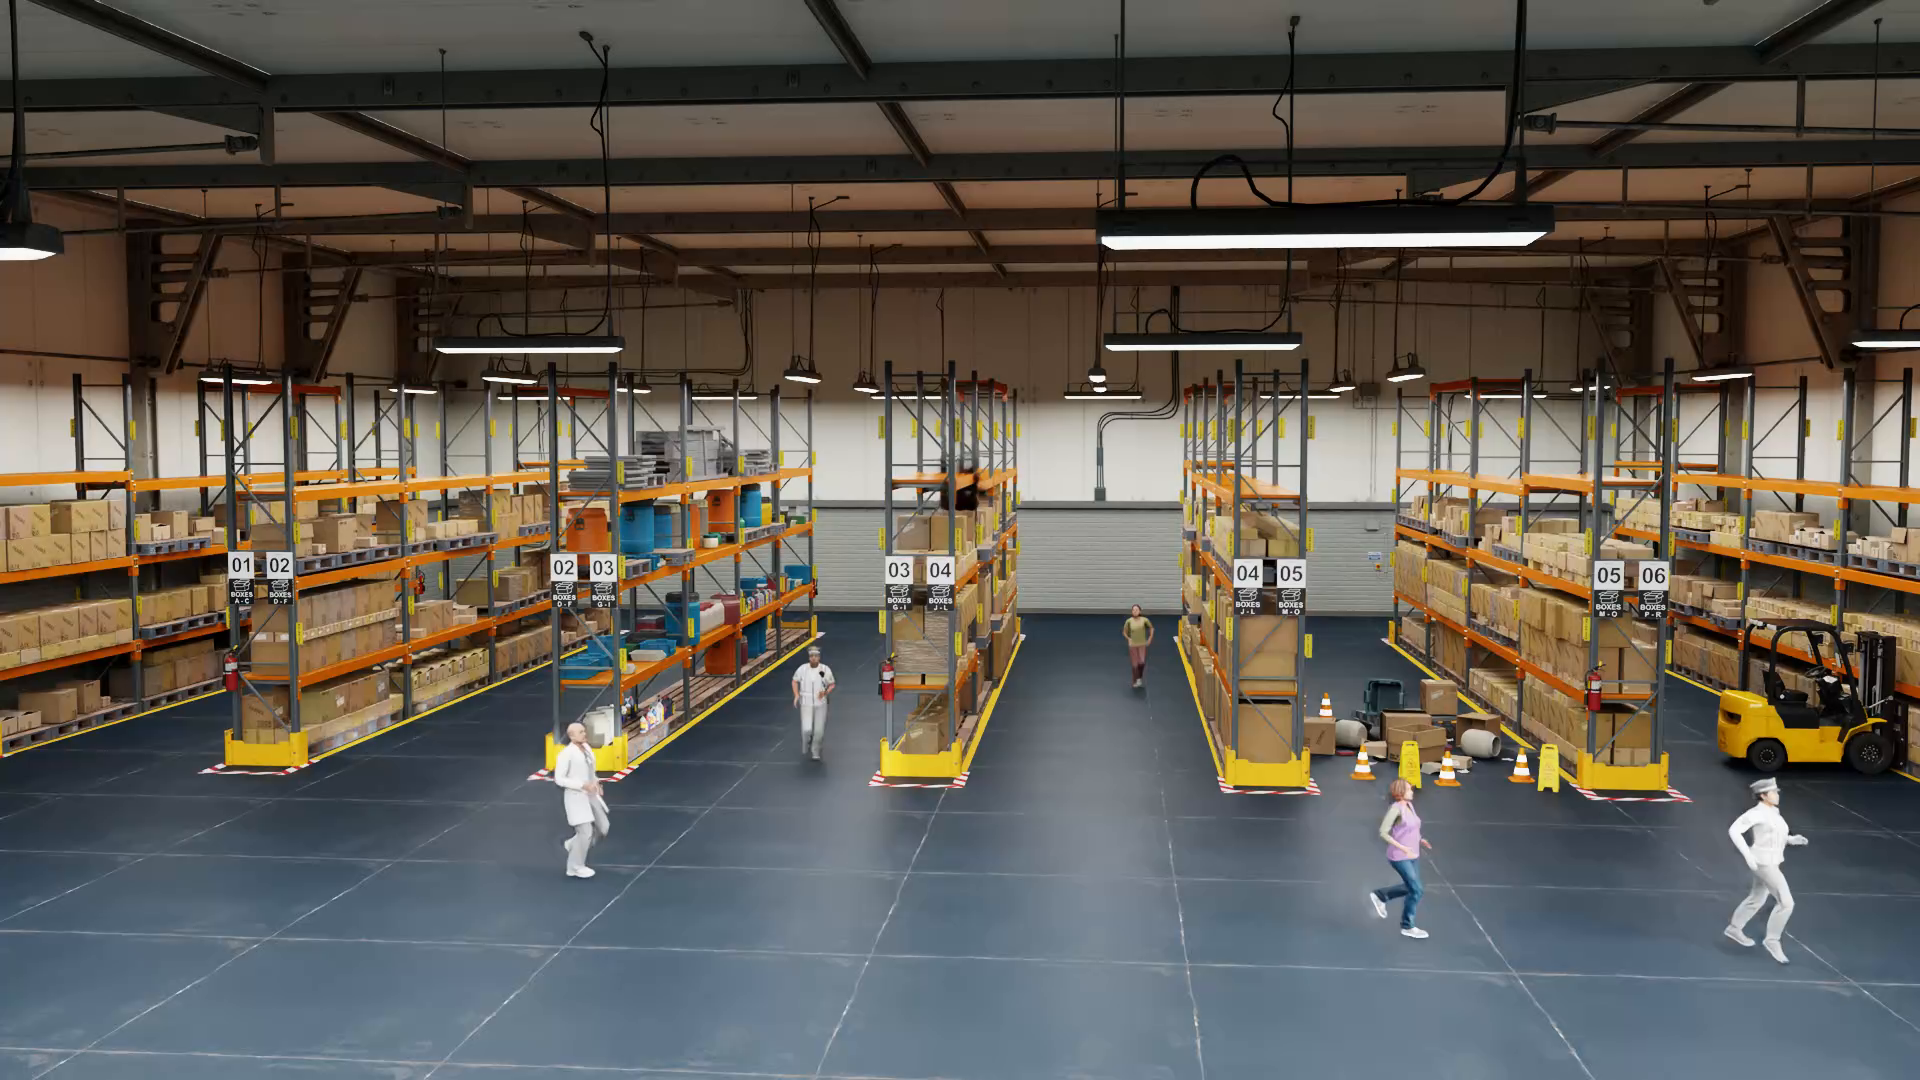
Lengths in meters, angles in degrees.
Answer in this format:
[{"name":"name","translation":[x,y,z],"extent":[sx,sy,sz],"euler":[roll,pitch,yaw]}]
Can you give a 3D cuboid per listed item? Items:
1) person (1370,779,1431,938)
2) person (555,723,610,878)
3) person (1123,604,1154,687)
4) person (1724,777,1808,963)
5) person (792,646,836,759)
[{"name":"person","translation":[4.350,3.139,16.508],"extent":[0.637,1.551,0.540],"euler":[3,5,38]},{"name":"person","translation":[-4.208,2.906,18.608],"extent":[0.651,1.729,0.703],"euler":[2,4,25]},{"name":"person","translation":[3.445,2.065,32.246],"extent":[0.591,1.625,0.574],"euler":[1,4,9]},{"name":"person","translation":[7.664,3.125,15.830],"extent":[0.732,1.738,0.576],"euler":[3,5,40]},{"name":"person","translation":[-2.218,2.472,25.203],"extent":[0.664,1.734,0.590],"euler":[0,4,-4]}]
